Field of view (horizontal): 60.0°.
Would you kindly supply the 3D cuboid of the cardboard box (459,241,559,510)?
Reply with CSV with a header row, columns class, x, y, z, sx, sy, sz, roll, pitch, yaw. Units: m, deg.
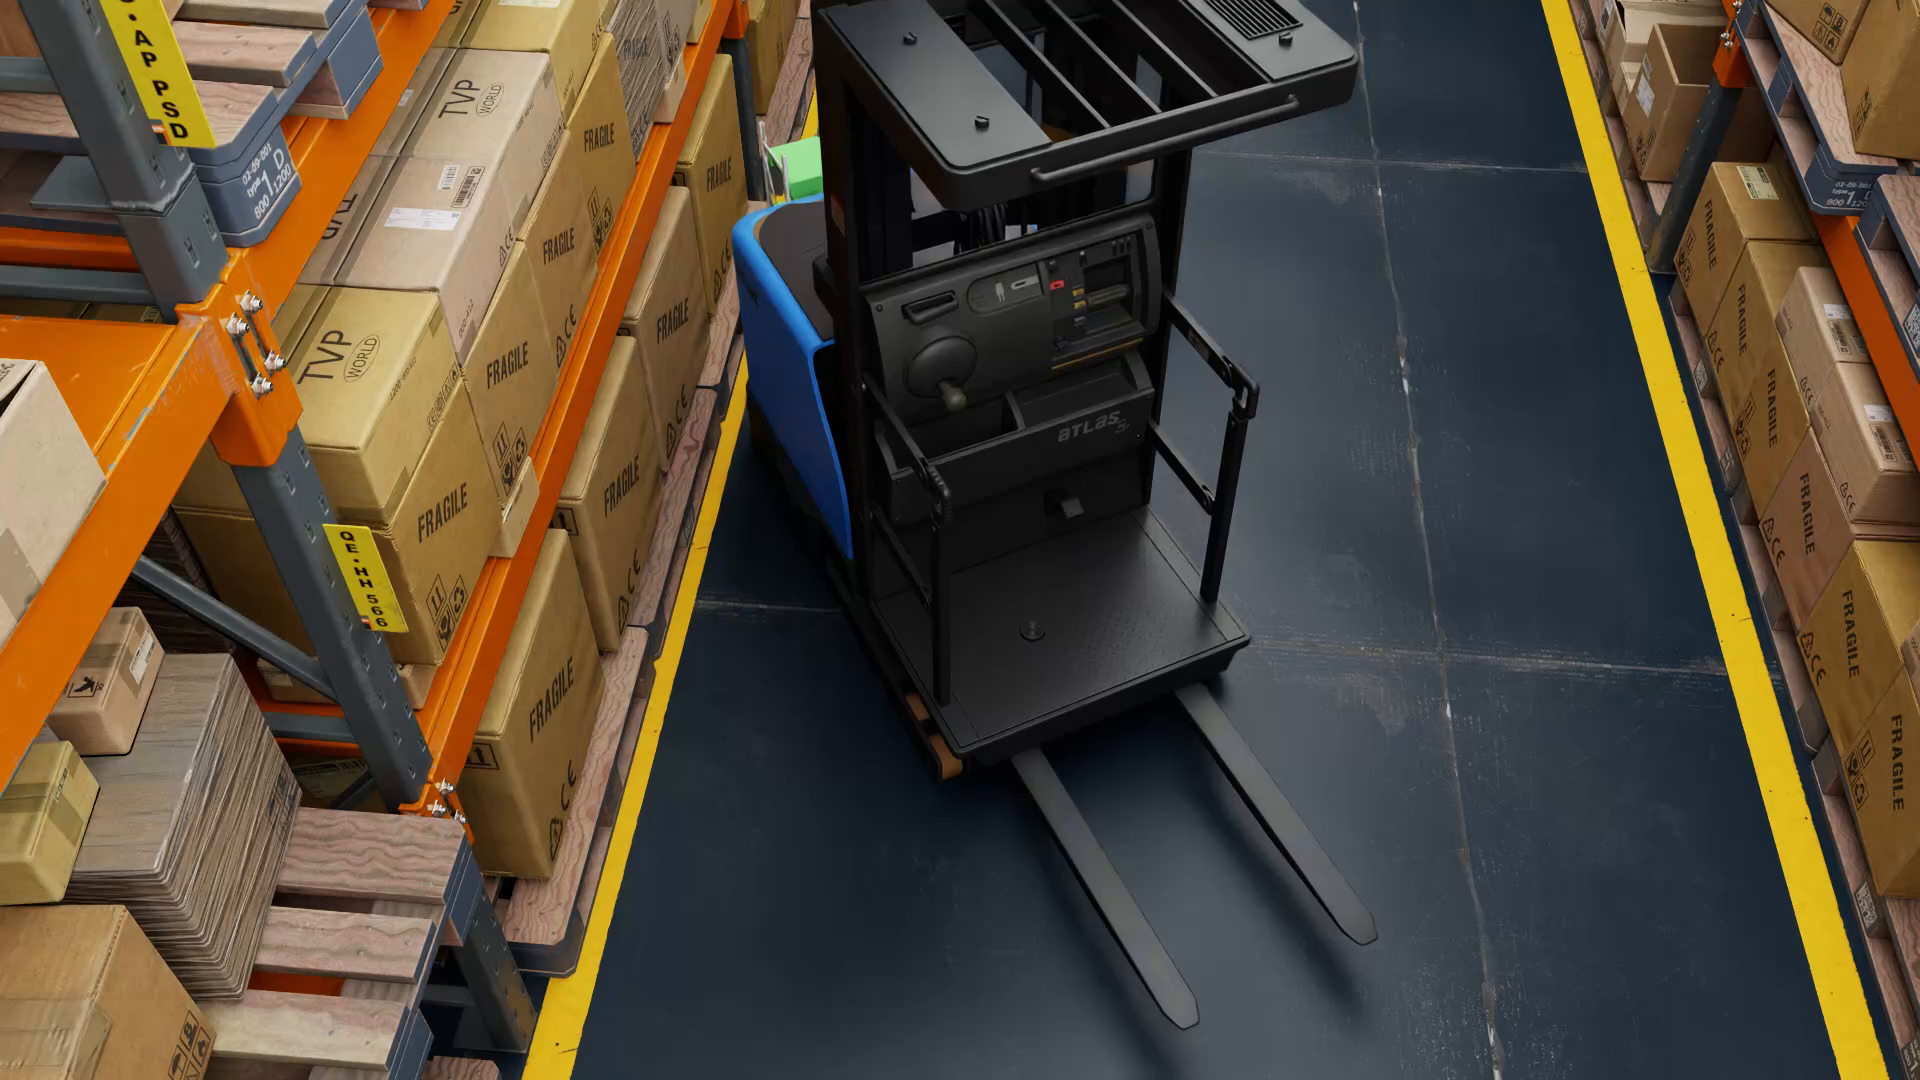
class,x,y,z,sx,sy,sz,roll,pitch,yaw
cardboard box,-1.404,-0.448,4.344,0.500,0.500,0.500,5,48,5

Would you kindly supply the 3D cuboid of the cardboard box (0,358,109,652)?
class,x,y,z,sx,sy,sz,roll,pitch,yaw
cardboard box,-1.557,-0.025,2.254,0.500,0.311,0.500,4,48,4

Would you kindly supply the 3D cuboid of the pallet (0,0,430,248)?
class,x,y,z,sx,sy,sz,roll,pitch,yaw
pallet,-1.755,-1.009,3.235,1.213,0.211,1.003,6,48,5

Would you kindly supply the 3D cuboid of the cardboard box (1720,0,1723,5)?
class,x,y,z,sx,sy,sz,roll,pitch,yaw
cardboard box,3.703,-2.879,8.244,0.797,0.503,0.637,4,48,4

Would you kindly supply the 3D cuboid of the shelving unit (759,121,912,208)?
class,x,y,z,sx,sy,sz,roll,pitch,yaw
shelving unit,-0.446,-1.100,6.441,0.503,1.200,0.258,-20,50,-17

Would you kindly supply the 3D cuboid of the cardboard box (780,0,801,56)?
class,x,y,z,sx,sy,sz,roll,pitch,yaw
cardboard box,-1.177,-2.732,8.126,0.700,0.500,0.500,3,48,3

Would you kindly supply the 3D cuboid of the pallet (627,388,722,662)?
class,x,y,z,sx,sy,sz,roll,pitch,yaw
pallet,-1.500,-0.110,6.208,1.003,0.211,1.213,4,48,4

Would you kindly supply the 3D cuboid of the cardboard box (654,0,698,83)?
class,x,y,z,sx,sy,sz,roll,pitch,yaw
cardboard box,-1.224,-1.932,5.701,0.500,0.500,0.500,4,48,4

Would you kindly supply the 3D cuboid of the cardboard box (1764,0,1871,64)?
class,x,y,z,sx,sy,sz,roll,pitch,yaw
cardboard box,3.271,-2.035,5.726,0.700,0.500,0.500,-11,48,-10

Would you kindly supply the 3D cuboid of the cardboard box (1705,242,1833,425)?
class,x,y,z,sx,sy,sz,roll,pitch,yaw
cardboard box,3.213,-0.765,6.313,0.500,0.500,0.500,4,48,4

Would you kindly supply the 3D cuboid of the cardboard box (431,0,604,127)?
class,x,y,z,sx,sy,sz,roll,pitch,yaw
cardboard box,-1.332,-1.432,4.736,0.500,0.250,0.500,3,48,3

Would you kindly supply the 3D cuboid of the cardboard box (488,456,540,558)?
class,x,y,z,sx,sy,sz,roll,pitch,yaw
cardboard box,-1.360,-0.106,4.471,0.380,0.149,0.250,5,48,5

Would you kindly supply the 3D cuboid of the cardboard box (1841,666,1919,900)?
class,x,y,z,sx,sy,sz,roll,pitch,yaw
cardboard box,3.024,0.739,4.937,0.500,0.500,0.500,6,48,5

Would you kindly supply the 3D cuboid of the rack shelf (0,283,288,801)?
class,x,y,z,sx,sy,sz,roll,pitch,yaw
rack shelf,-1.943,1.117,1.650,1.077,0.370,4.000,4,48,4

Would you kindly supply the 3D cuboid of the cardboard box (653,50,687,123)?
class,x,y,z,sx,sy,sz,roll,pitch,yaw
cardboard box,-1.178,-1.605,5.842,0.380,0.149,0.250,4,48,4

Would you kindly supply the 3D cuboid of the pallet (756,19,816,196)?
class,x,y,z,sx,sy,sz,roll,pitch,yaw
pallet,-1.249,-2.135,8.060,1.003,0.211,1.213,4,48,4

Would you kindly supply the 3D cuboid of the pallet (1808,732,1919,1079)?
class,x,y,z,sx,sy,sz,roll,pitch,yaw
pallet,3.278,1.142,5.062,1.003,0.211,1.213,4,48,4

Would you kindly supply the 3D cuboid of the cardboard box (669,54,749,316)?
class,x,y,z,sx,sy,sz,roll,pitch,yaw
cardboard box,-1.326,-1.452,6.718,0.750,0.750,0.750,4,48,4

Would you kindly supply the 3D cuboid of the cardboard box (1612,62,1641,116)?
class,x,y,z,sx,sy,sz,roll,pitch,yaw
cardboard box,3.281,-2.096,7.768,0.380,0.149,0.250,4,48,4

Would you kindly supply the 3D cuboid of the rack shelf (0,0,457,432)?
class,x,y,z,sx,sy,sz,roll,pitch,yaw
rack shelf,-1.578,-1.823,4.339,1.077,0.370,4.000,4,48,4

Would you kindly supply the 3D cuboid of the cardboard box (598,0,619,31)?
class,x,y,z,sx,sy,sz,roll,pitch,yaw
cardboard box,-1.287,-1.806,5.078,0.500,0.250,0.500,5,48,4

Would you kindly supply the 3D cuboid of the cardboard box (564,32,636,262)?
class,x,y,z,sx,sy,sz,roll,pitch,yaw
cardboard box,-1.318,-1.196,5.028,0.500,0.500,0.500,5,48,5

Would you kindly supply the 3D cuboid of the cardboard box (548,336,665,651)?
class,x,y,z,sx,sy,sz,roll,pitch,yaw
cardboard box,-1.477,-0.174,5.549,0.750,0.750,0.750,4,48,3

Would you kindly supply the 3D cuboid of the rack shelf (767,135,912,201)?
class,x,y,z,sx,sy,sz,roll,pitch,yaw
rack shelf,-0.448,-1.384,6.137,0.480,0.148,0.258,-20,50,-17

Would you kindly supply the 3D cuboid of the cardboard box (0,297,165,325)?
class,x,y,z,sx,sy,sz,roll,pitch,yaw
cardboard box,-1.978,-0.328,3.726,0.500,0.250,0.500,5,48,5

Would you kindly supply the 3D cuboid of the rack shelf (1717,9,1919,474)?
class,x,y,z,sx,sy,sz,roll,pitch,yaw
rack shelf,3.355,-0.480,5.144,1.077,0.370,4.000,4,48,4

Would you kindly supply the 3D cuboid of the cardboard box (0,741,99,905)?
class,x,y,z,sx,sy,sz,roll,pitch,yaw
cardboard box,-1.777,0.509,2.947,0.380,0.149,0.250,-3,48,-3

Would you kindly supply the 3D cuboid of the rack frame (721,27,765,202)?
class,x,y,z,sx,sy,sz,roll,pitch,yaw
rack frame,-1.396,-2.523,6.524,1.000,3.000,0.127,4,48,4

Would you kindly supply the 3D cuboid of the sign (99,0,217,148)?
class,x,y,z,sx,sy,sz,roll,pitch,yaw
sign,-1.220,-0.732,2.504,0.100,0.325,0.005,4,48,4

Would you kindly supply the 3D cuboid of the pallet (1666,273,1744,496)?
class,x,y,z,sx,sy,sz,roll,pitch,yaw
pallet,3.501,-0.651,6.702,1.003,0.211,1.213,4,48,4

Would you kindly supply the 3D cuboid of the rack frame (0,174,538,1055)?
class,x,y,z,sx,sy,sz,roll,pitch,yaw
rack frame,-1.761,0.417,3.836,1.000,3.000,0.127,4,48,4

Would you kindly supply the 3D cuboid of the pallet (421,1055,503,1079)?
class,x,y,z,sx,sy,sz,roll,pitch,yaw
pallet,-1.833,1.932,4.340,1.003,0.211,1.213,4,48,4

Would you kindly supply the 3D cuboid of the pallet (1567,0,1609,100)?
class,x,y,z,sx,sy,sz,roll,pitch,yaw
pallet,3.709,-2.655,8.535,1.003,0.211,1.213,4,48,4

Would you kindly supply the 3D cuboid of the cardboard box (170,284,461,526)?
class,x,y,z,sx,sy,sz,roll,pitch,yaw
cardboard box,-1.460,-0.315,3.714,0.500,0.250,0.500,5,48,4

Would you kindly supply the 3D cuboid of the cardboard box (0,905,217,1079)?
class,x,y,z,sx,sy,sz,roll,pitch,yaw
cardboard box,-1.817,0.993,2.943,0.700,0.500,0.500,0,48,0

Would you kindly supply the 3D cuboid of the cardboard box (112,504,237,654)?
class,x,y,z,sx,sy,sz,roll,pitch,yaw
cardboard box,-1.980,-0.089,4.016,0.500,0.500,0.500,4,48,4

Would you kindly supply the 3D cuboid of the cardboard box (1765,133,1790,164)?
class,x,y,z,sx,sy,sz,roll,pitch,yaw
cardboard box,3.791,-1.727,7.321,0.500,0.311,0.500,4,48,4

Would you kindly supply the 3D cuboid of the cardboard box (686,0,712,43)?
class,x,y,z,sx,sy,sz,roll,pitch,yaw
cardboard box,-1.144,-1.990,6.194,0.380,0.149,0.250,5,48,4

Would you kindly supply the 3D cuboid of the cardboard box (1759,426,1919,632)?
class,x,y,z,sx,sy,sz,roll,pitch,yaw
cardboard box,3.113,-0.027,5.638,0.500,0.500,0.500,2,48,2

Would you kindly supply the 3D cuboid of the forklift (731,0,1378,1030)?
class,x,y,z,sx,sy,sz,roll,pitch,yaw
forklift,0.272,-0.571,4.786,1.130,2.935,3.031,-20,50,-17

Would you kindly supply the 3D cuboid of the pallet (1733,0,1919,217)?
class,x,y,z,sx,sy,sz,roll,pitch,yaw
pallet,3.356,-1.548,5.763,1.003,0.211,1.213,4,48,4

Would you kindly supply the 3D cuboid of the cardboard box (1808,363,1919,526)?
class,x,y,z,sx,sy,sz,roll,pitch,yaw
cardboard box,3.114,-0.308,5.386,0.500,0.250,0.500,3,48,3
